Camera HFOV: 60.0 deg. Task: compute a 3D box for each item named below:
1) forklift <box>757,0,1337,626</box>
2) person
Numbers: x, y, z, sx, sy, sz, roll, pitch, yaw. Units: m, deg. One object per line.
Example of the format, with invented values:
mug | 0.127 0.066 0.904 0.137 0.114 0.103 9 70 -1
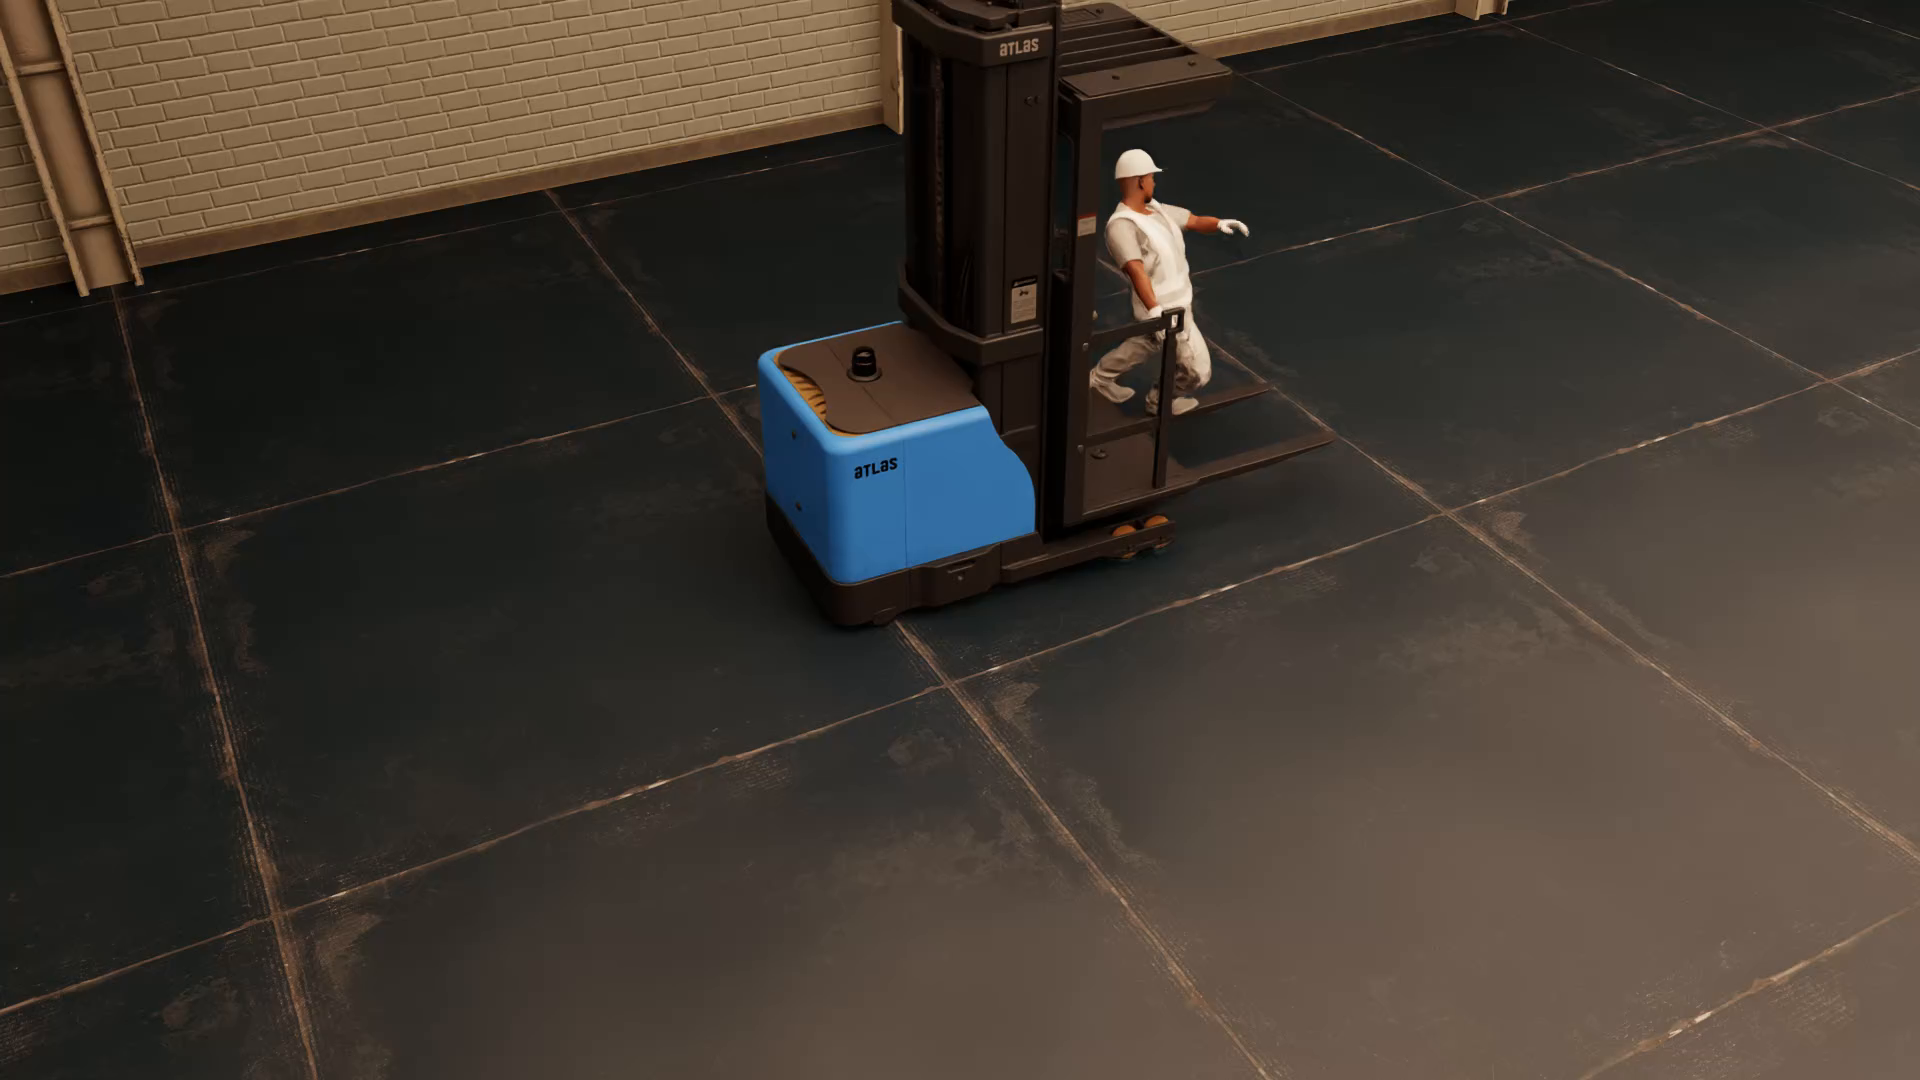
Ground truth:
forklift | 0.550 -1.363 8.051 3.031 2.935 1.130 -16 38 -21
person | 1.102 -1.248 9.010 0.840 1.563 0.938 4 35 6
